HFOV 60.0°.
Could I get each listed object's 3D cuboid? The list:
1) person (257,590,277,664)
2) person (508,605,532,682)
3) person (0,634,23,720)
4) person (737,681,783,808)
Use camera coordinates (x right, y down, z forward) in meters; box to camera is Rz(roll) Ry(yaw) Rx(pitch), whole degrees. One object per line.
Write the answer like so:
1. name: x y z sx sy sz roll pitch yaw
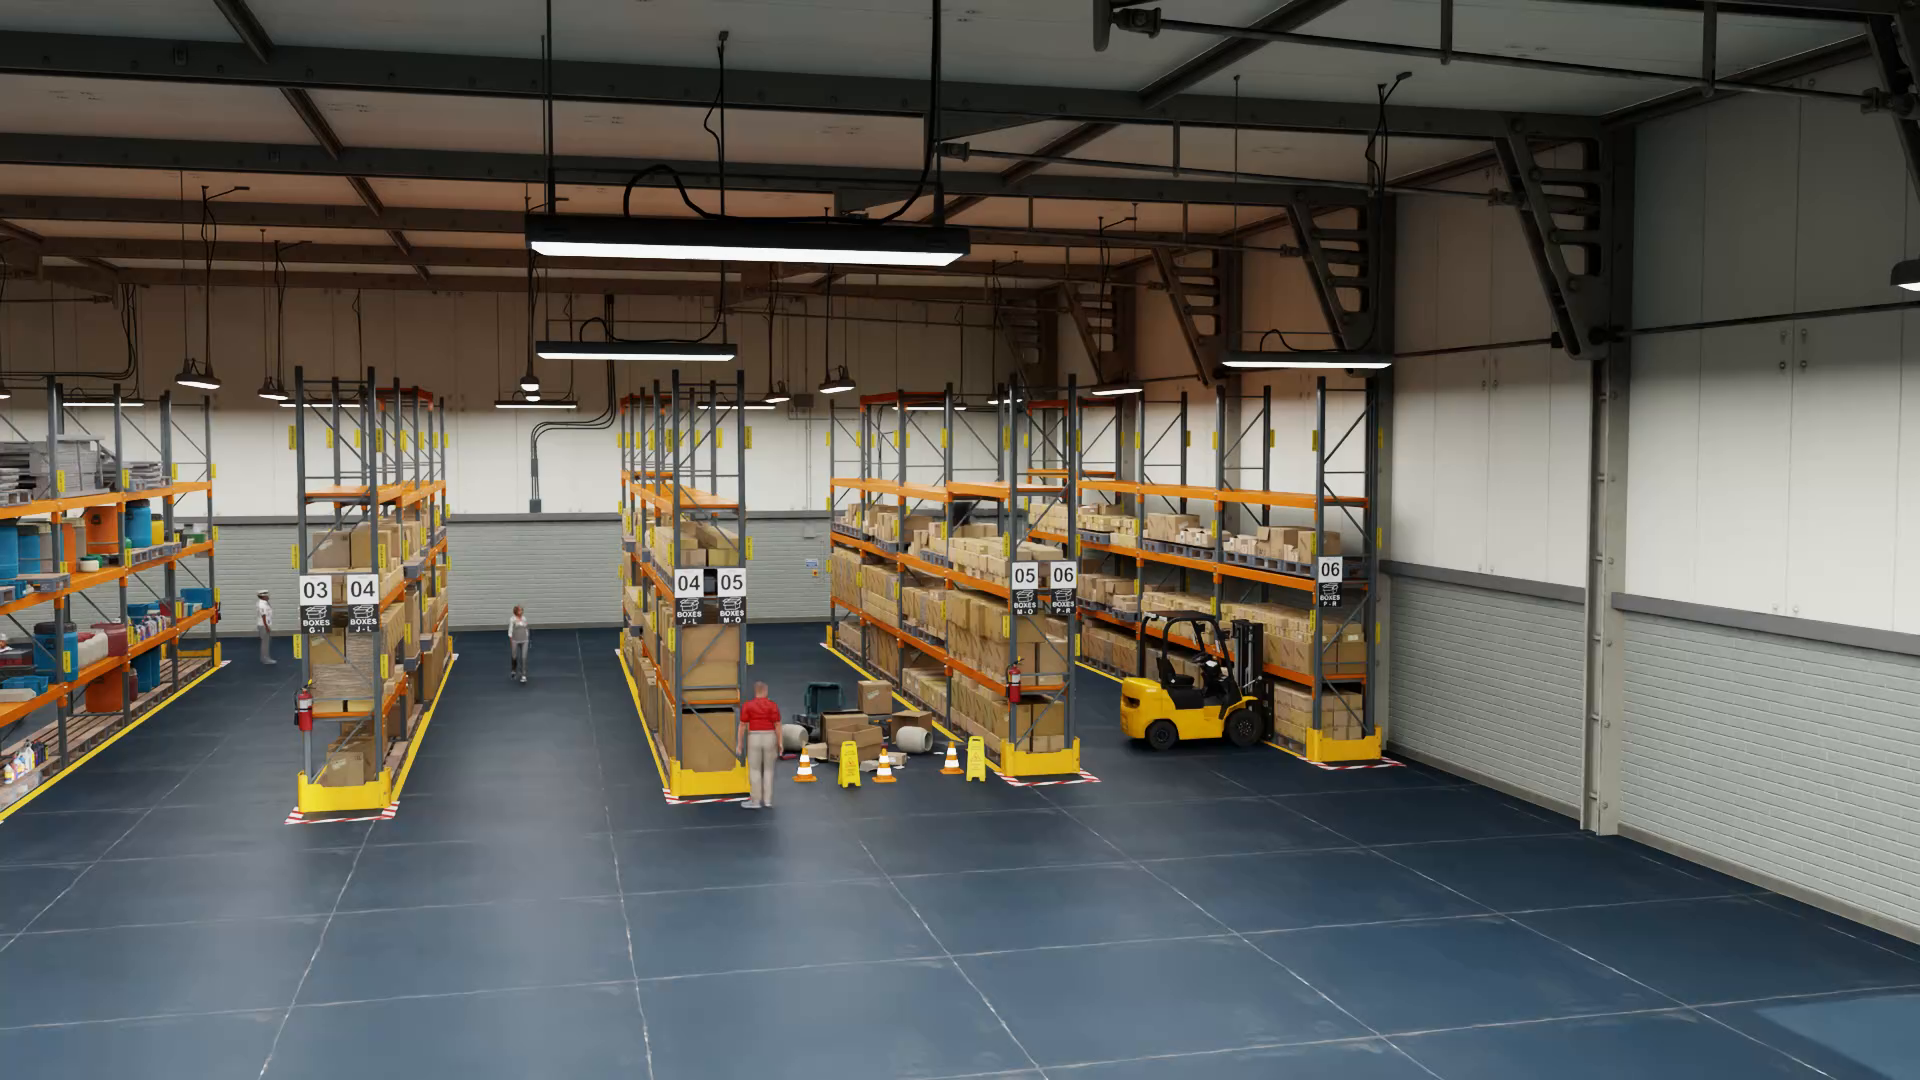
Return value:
1. person: -15.563 1.955 37.327 0.388 1.678 0.516 -1 4 -20
2. person: -9.140 2.138 34.520 0.465 1.592 0.479 -1 4 -19
3. person: -16.805 2.450 29.234 0.620 1.607 1.012 -1 3 -10
4. person: -2.723 2.800 22.664 0.630 1.756 0.415 0 3 -2
